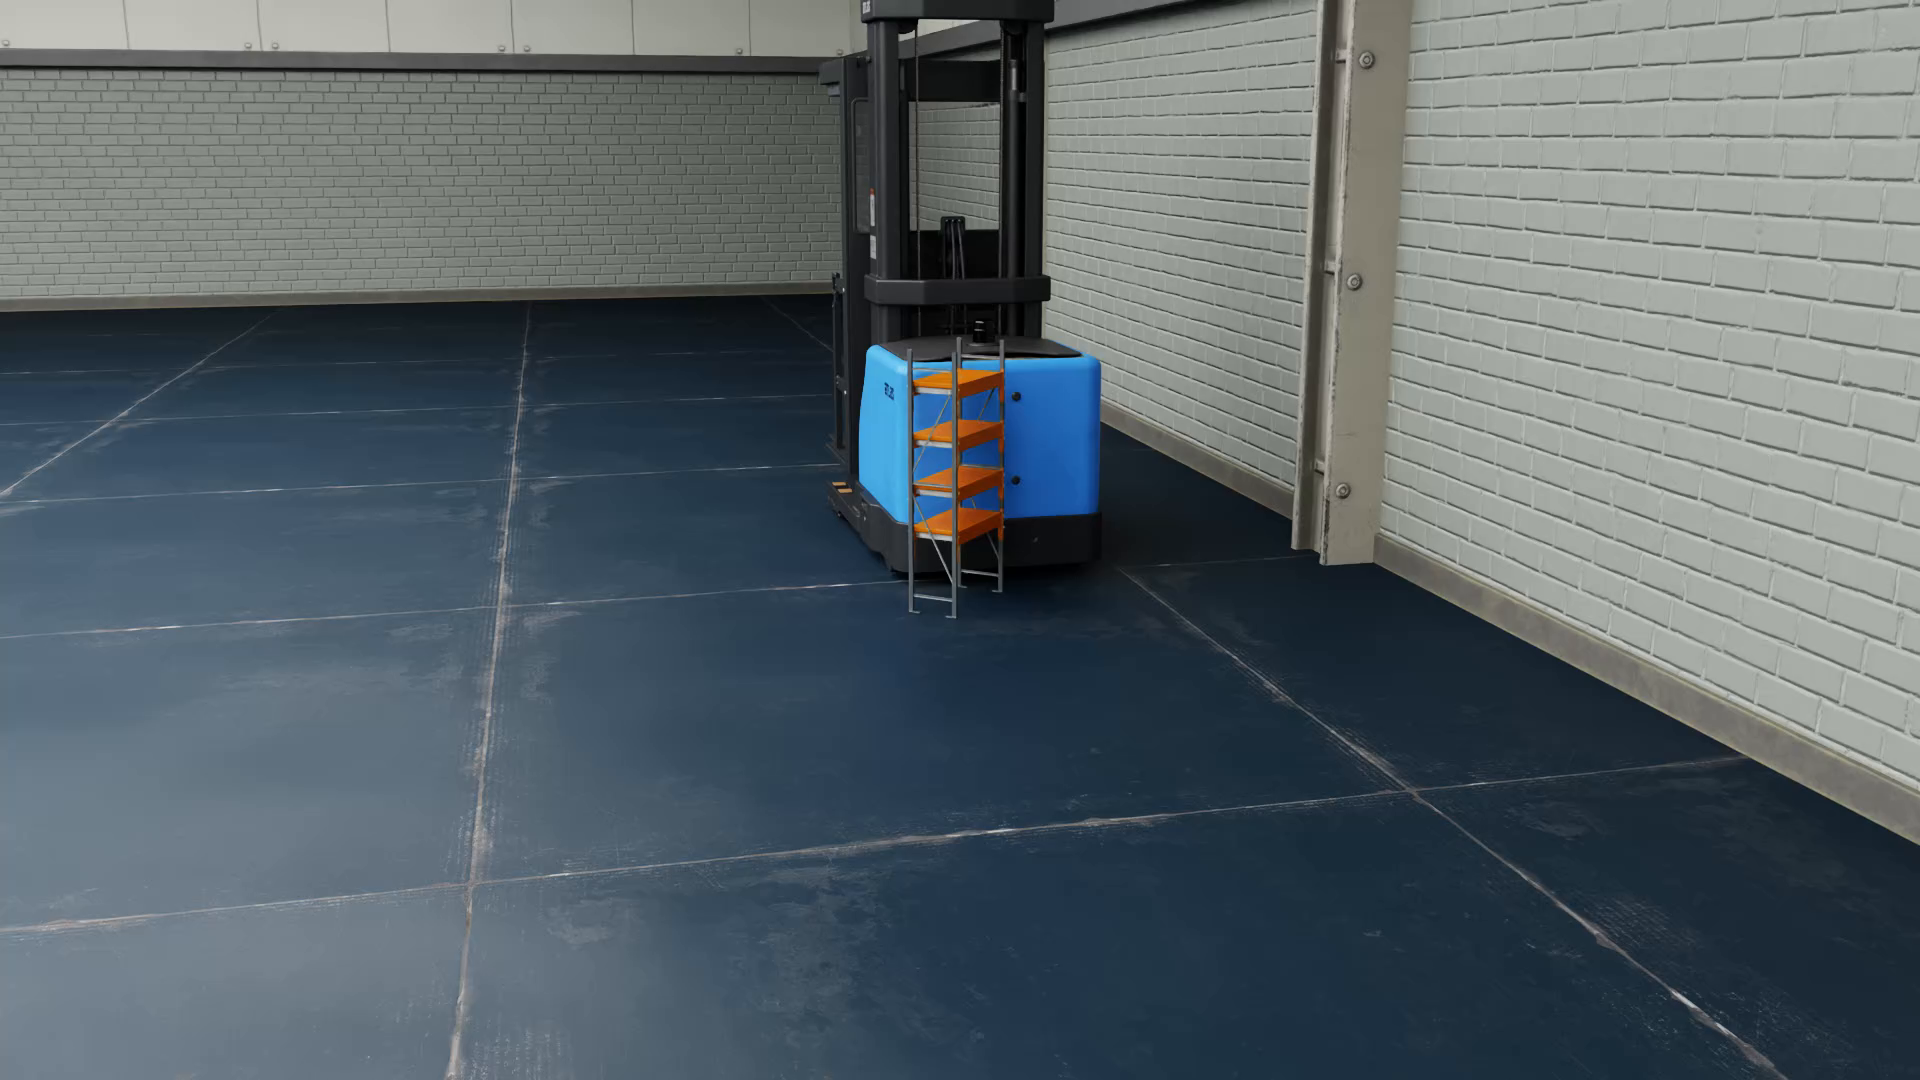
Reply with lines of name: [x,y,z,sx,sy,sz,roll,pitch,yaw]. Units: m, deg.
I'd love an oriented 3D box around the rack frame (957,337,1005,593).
rack frame: [0.096,-0.345,7.811,0.240,1.200,0.015,7,15,26]

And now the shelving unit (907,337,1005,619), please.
shelving unit: [-0.012,-0.293,7.599,0.258,1.200,0.503,7,15,26]

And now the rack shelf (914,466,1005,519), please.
rack shelf: [-0.012,-0.228,7.615,0.258,0.148,0.480,7,15,26]

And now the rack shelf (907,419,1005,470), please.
rack shelf: [-0.012,-0.445,7.562,0.258,0.148,0.480,7,15,26]

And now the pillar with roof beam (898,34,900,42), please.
pillar with roof beam: [-5.062,-6.825,17.904,9.100,9.000,0.400,-3,14,-13]

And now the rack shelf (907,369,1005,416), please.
rack shelf: [-0.012,-0.675,7.506,0.258,0.148,0.480,7,15,26]

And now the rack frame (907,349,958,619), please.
rack frame: [-0.121,-0.241,7.387,0.240,1.200,0.015,7,15,26]

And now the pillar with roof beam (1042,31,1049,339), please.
pillar with roof beam: [-3.653,-5.441,12.238,9.100,9.000,0.400,-3,14,-13]

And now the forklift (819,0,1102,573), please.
forklift: [-0.152,-1.569,9.173,1.130,2.935,3.031,-3,14,-14]

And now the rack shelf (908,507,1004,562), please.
rack shelf: [-0.012,-0.035,7.662,0.258,0.148,0.480,7,15,26]

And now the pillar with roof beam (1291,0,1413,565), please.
pillar with roof beam: [-2.243,-4.057,6.572,9.100,9.000,0.400,-3,14,-13]
